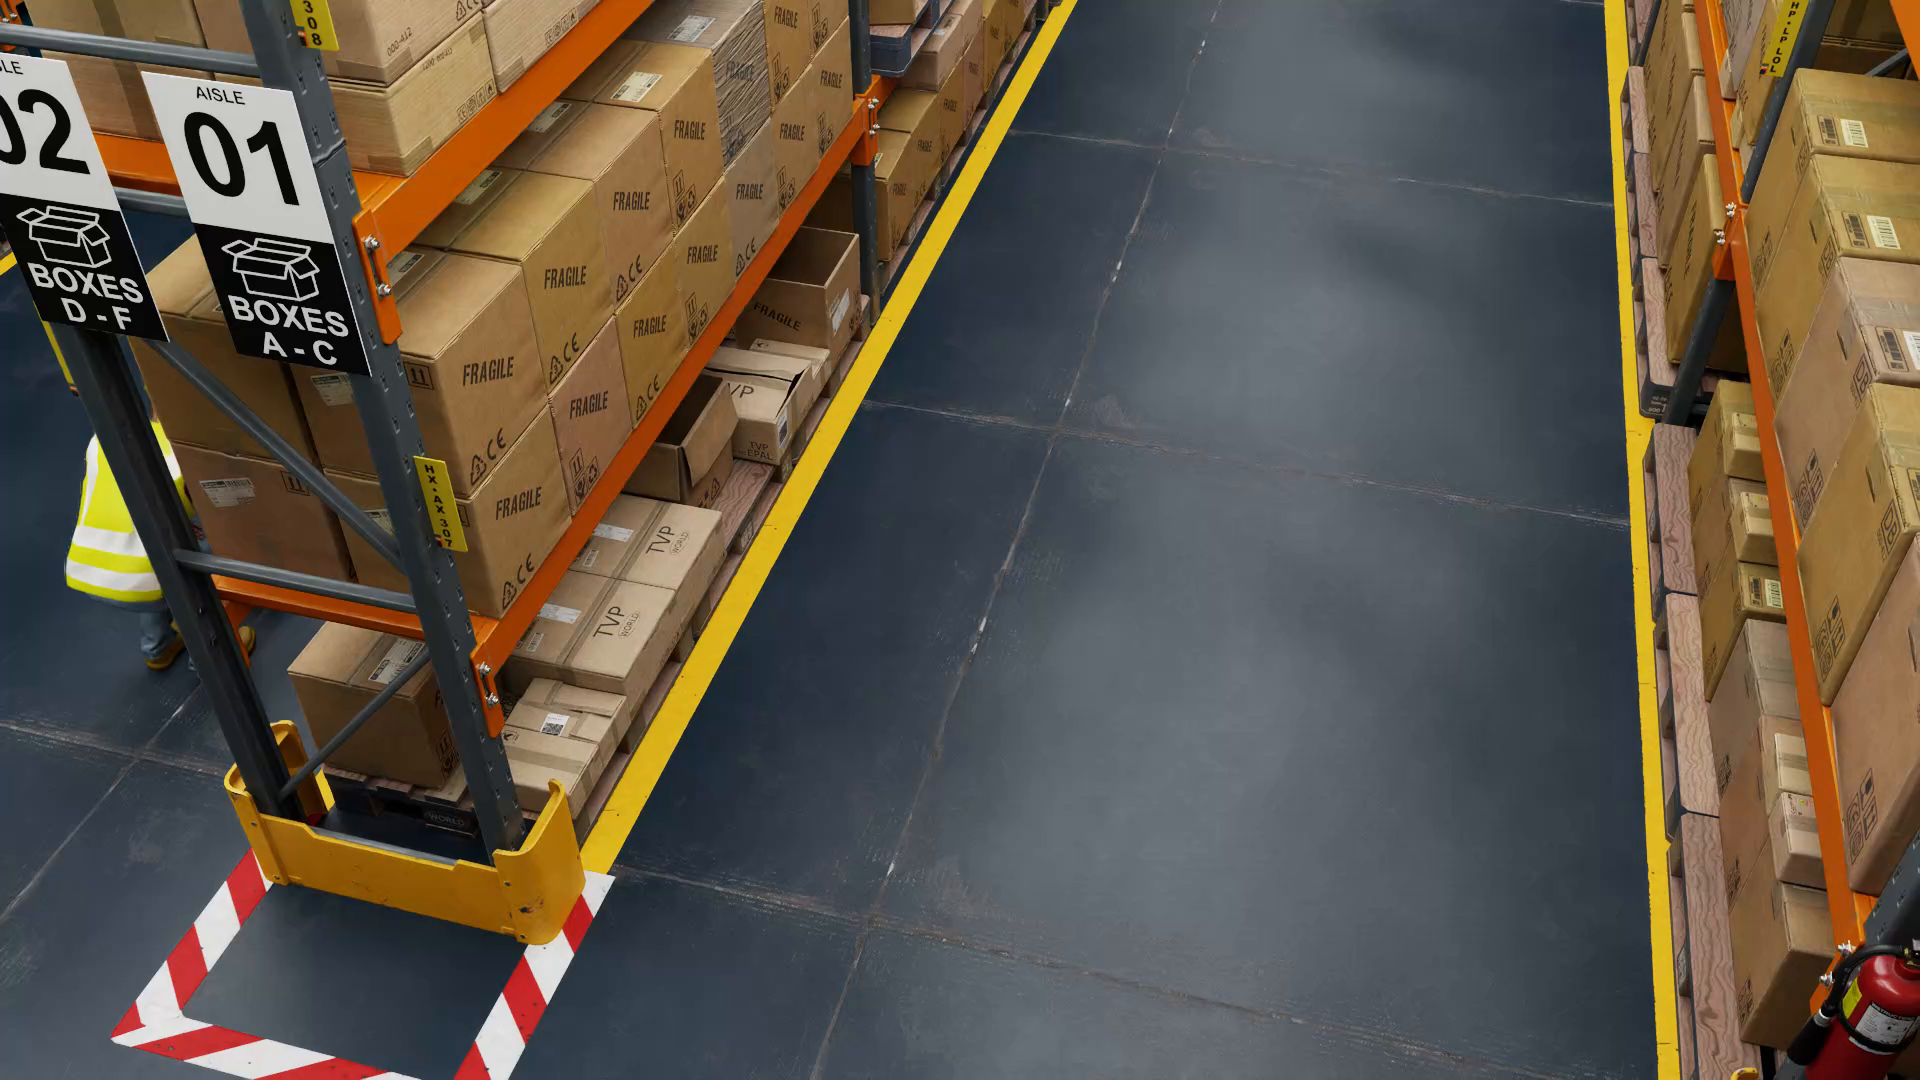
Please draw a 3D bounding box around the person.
[{"bbox_3d":[-3.186,-0.020,6.666,0.606,1.113,0.869,12,42,14],"label":"person"}]
